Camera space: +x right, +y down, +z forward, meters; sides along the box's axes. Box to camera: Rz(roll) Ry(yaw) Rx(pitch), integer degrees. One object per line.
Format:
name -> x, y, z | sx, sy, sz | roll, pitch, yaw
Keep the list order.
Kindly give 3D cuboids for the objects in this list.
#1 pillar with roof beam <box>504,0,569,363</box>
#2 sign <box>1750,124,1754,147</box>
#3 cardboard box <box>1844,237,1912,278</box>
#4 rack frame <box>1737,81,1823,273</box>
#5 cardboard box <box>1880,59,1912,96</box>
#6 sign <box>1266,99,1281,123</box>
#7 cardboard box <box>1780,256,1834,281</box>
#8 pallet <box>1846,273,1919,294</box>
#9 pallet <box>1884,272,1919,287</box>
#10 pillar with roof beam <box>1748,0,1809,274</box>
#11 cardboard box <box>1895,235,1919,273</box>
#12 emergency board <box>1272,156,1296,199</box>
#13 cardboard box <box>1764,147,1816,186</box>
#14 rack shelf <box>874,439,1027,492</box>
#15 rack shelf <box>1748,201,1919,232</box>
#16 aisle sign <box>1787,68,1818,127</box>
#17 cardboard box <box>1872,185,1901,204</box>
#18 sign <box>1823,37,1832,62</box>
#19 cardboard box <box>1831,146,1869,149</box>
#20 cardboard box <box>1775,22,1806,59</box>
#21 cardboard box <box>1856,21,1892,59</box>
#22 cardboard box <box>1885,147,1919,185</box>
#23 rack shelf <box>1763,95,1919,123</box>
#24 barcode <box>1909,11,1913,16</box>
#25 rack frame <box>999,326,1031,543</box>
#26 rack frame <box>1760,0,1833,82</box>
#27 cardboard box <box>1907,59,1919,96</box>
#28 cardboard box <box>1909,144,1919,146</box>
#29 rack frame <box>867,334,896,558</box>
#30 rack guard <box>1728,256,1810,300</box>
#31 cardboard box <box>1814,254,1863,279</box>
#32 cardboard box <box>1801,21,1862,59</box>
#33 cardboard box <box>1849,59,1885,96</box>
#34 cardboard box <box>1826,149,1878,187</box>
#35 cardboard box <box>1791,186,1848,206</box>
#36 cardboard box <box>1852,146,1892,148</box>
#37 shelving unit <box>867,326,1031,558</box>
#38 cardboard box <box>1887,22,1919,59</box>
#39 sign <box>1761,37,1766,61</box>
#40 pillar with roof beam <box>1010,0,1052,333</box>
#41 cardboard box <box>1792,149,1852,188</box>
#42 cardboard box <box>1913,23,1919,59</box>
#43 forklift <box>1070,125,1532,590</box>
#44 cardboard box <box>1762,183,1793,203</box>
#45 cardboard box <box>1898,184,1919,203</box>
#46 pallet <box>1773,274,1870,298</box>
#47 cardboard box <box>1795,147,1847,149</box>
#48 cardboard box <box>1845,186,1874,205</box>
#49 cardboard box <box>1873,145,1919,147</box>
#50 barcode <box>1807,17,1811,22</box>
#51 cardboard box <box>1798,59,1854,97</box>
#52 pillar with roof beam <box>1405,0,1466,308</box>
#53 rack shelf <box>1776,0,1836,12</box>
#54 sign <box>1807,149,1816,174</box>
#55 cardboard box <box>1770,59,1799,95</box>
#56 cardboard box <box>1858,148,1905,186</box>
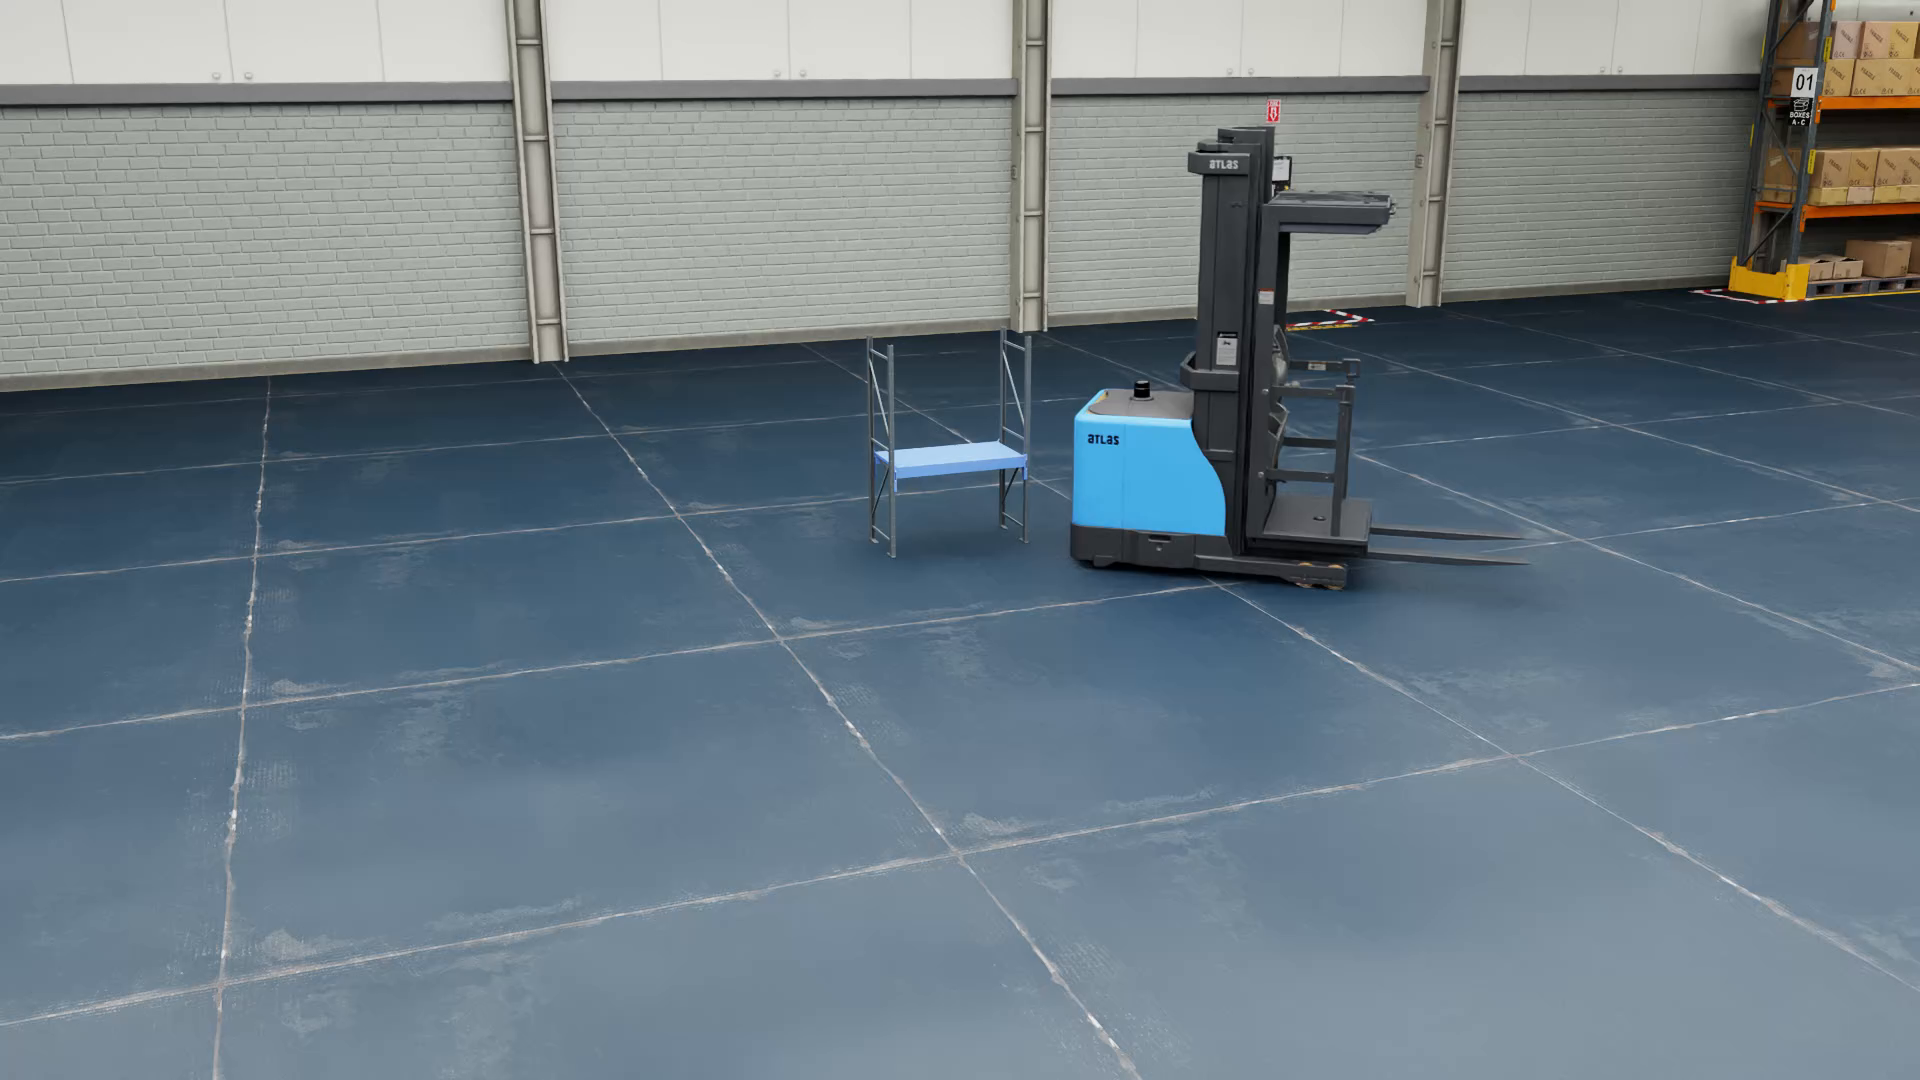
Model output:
pillar with roof beam -> -3.187, -5.261, 14.043 | 0.400, 9.000, 9.100 | -6, 17, -20
sign -> 11.557, -5.887, 24.206 | 0.005, 0.325, 0.100 | -6, 17, -20
cardboard box -> 13.650, -4.208, 24.760 | 0.500, 0.500, 0.700 | -7, 18, -24
rack frame -> 11.736, -5.032, 23.910 | 0.127, 3.000, 1.000 | -6, 17, -20
cardboard box -> 13.136, -6.595, 23.695 | 0.500, 0.500, 0.500 | -5, 17, -18
sign -> 4.113, -5.624, 21.811 | 0.199, 0.298, 0.001 | -6, 17, -20
cardboard box -> 12.415, -3.999, 24.384 | 0.500, 0.311, 0.500 | -8, 18, -26
pallet -> 13.716, -3.896, 24.991 | 1.213, 0.211, 1.003 | -6, 17, -20
pallet -> 14.857, -4.020, 25.414 | 1.213, 0.211, 1.003 | -6, 17, -20
pillar with roof beam -> 13.621, -7.076, 20.223 | 0.400, 9.000, 9.100 | -6, 17, -20
cardboard box -> 14.517, -4.332, 25.181 | 0.500, 0.500, 0.500 | -8, 18, -24
emergency board -> 4.157, -4.486, 22.051 | 0.643, 1.169, 0.194 | -6, 17, -20
cardboard box -> 12.101, -5.433, 24.175 | 0.500, 0.500, 0.500 | -6, 18, -21
rack shelf -> -0.080, -0.538, 11.908 | 1.000, 0.185, 0.538 | -6, 17, -20
rack shelf -> 13.604, -4.888, 24.698 | 4.000, 0.370, 1.077 | -6, 17, -20
aisle sign -> 11.777, -6.193, 23.250 | 0.004, 0.787, 0.394 | -6, 17, -20
cardboard box -> 13.263, -5.041, 24.172 | 0.500, 0.250, 0.500 | -6, 18, -21
sign -> 11.931, -6.748, 22.878 | 0.005, 0.325, 0.100 | -6, 17, -20
cardboard box -> 13.055, -5.534, 24.520 | 0.500, 0.500, 0.500 | -7, 18, -22
cardboard box -> 12.046, -7.121, 23.712 | 0.500, 0.500, 0.500 | -5, 17, -18
cardboard box -> 12.670, -7.021, 23.371 | 0.500, 0.500, 0.500 | -6, 18, -21
cardboard box -> 13.717, -5.451, 24.238 | 0.500, 0.500, 0.500 | -6, 17, -18
rack shelf -> 13.604, -6.328, 24.275 | 4.000, 0.370, 1.077 | -6, 17, -20
barcode -> 14.020, -7.759, 24.501 | 0.075, 0.075, 0.001 | -6, 17, -20
rack frame -> 0.395, -0.762, 12.032 | 0.032, 1.500, 0.500 | -6, 17, -20
rack frame -> 11.736, -7.910, 23.065 | 0.127, 3.000, 1.000 | -6, 17, -20
cardboard box -> 13.629, -6.654, 23.898 | 0.500, 0.500, 0.500 | -5, 17, -17
cardboard box -> 14.474, -5.689, 25.047 | 0.500, 0.500, 0.500 | -6, 17, -20
rack frame -> -0.554, -0.660, 11.683 | 0.032, 1.500, 0.500 | -6, 17, -20
rack guard -> 11.807, -3.840, 24.288 | 0.348, 0.500, 1.175 | -6, 17, -20
cardboard box -> 12.947, -4.056, 24.579 | 0.500, 0.311, 0.500 | -5, 17, -15
cardboard box -> 12.183, -6.983, 23.244 | 0.500, 0.500, 0.500 | -8, 18, -24
cardboard box -> 12.652, -6.541, 23.514 | 0.500, 0.500, 0.500 | -5, 17, -16
cardboard box -> 12.755, -5.346, 23.878 | 0.500, 0.500, 0.500 | -6, 17, -20
cardboard box -> 12.306, -4.935, 23.811 | 0.500, 0.250, 0.500 | -7, 18, -22
cardboard box -> 13.526, -5.585, 24.693 | 0.500, 0.500, 0.500 | -6, 17, -19
shelving unit -> -0.080, -0.711, 11.858 | 1.048, 1.500, 0.538 | -6, 17, -20
cardboard box -> 13.144, -7.075, 23.557 | 0.500, 0.500, 0.500 | -6, 17, -19
sign -> 11.557, -7.044, 23.867 | 0.005, 0.325, 0.100 | -6, 17, -20
pillar with roof beam -> 2.416, -5.866, 16.103 | 0.400, 9.000, 9.100 | -6, 17, -20
cardboard box -> 12.290, -5.298, 23.717 | 0.500, 0.500, 0.500 | -6, 17, -20
cardboard box -> 14.109, -7.176, 23.902 | 0.500, 0.500, 0.500 | -7, 18, -22
forklift -> 2.334, -1.242, 11.125 | 3.031, 2.935, 1.130 | 4, 17, 15
cardboard box -> 12.104, -5.068, 24.262 | 0.500, 0.250, 0.500 | -6, 17, -19
cardboard box -> 13.736, -5.091, 24.343 | 0.500, 0.250, 0.500 | -6, 17, -20
pallet -> 12.579, -3.774, 24.576 | 1.213, 0.211, 1.003 | -6, 17, -20
cardboard box -> 12.574, -5.481, 24.339 | 0.500, 0.500, 0.500 | -6, 17, -19
cardboard box -> 12.786, -4.991, 24.002 | 0.500, 0.250, 0.500 | -7, 18, -22
cardboard box -> 14.006, -5.640, 24.881 | 0.500, 0.500, 0.500 | -6, 17, -19
barcode -> 12.221, -7.490, 23.939 | 0.075, 0.075, 0.001 | -6, 17, -20
cardboard box -> 12.138, -6.497, 23.361 | 0.500, 0.500, 0.500 | -6, 17, -19
pillar with roof beam -> 8.018, -6.471, 18.163 | 0.400, 9.000, 9.100 | -6, 17, -20
rack shelf -> 13.604, -7.765, 23.853 | 4.000, 0.370, 1.077 | -6, 17, -20
sign -> 11.931, -5.305, 23.302 | 0.005, 0.325, 0.100 | -6, 17, -20
cardboard box -> 12.036, -6.637, 23.840 | 0.500, 0.500, 0.500 | -5, 17, -16
cardboard box -> 13.240, -5.396, 24.050 | 0.500, 0.500, 0.500 | -7, 18, -22
